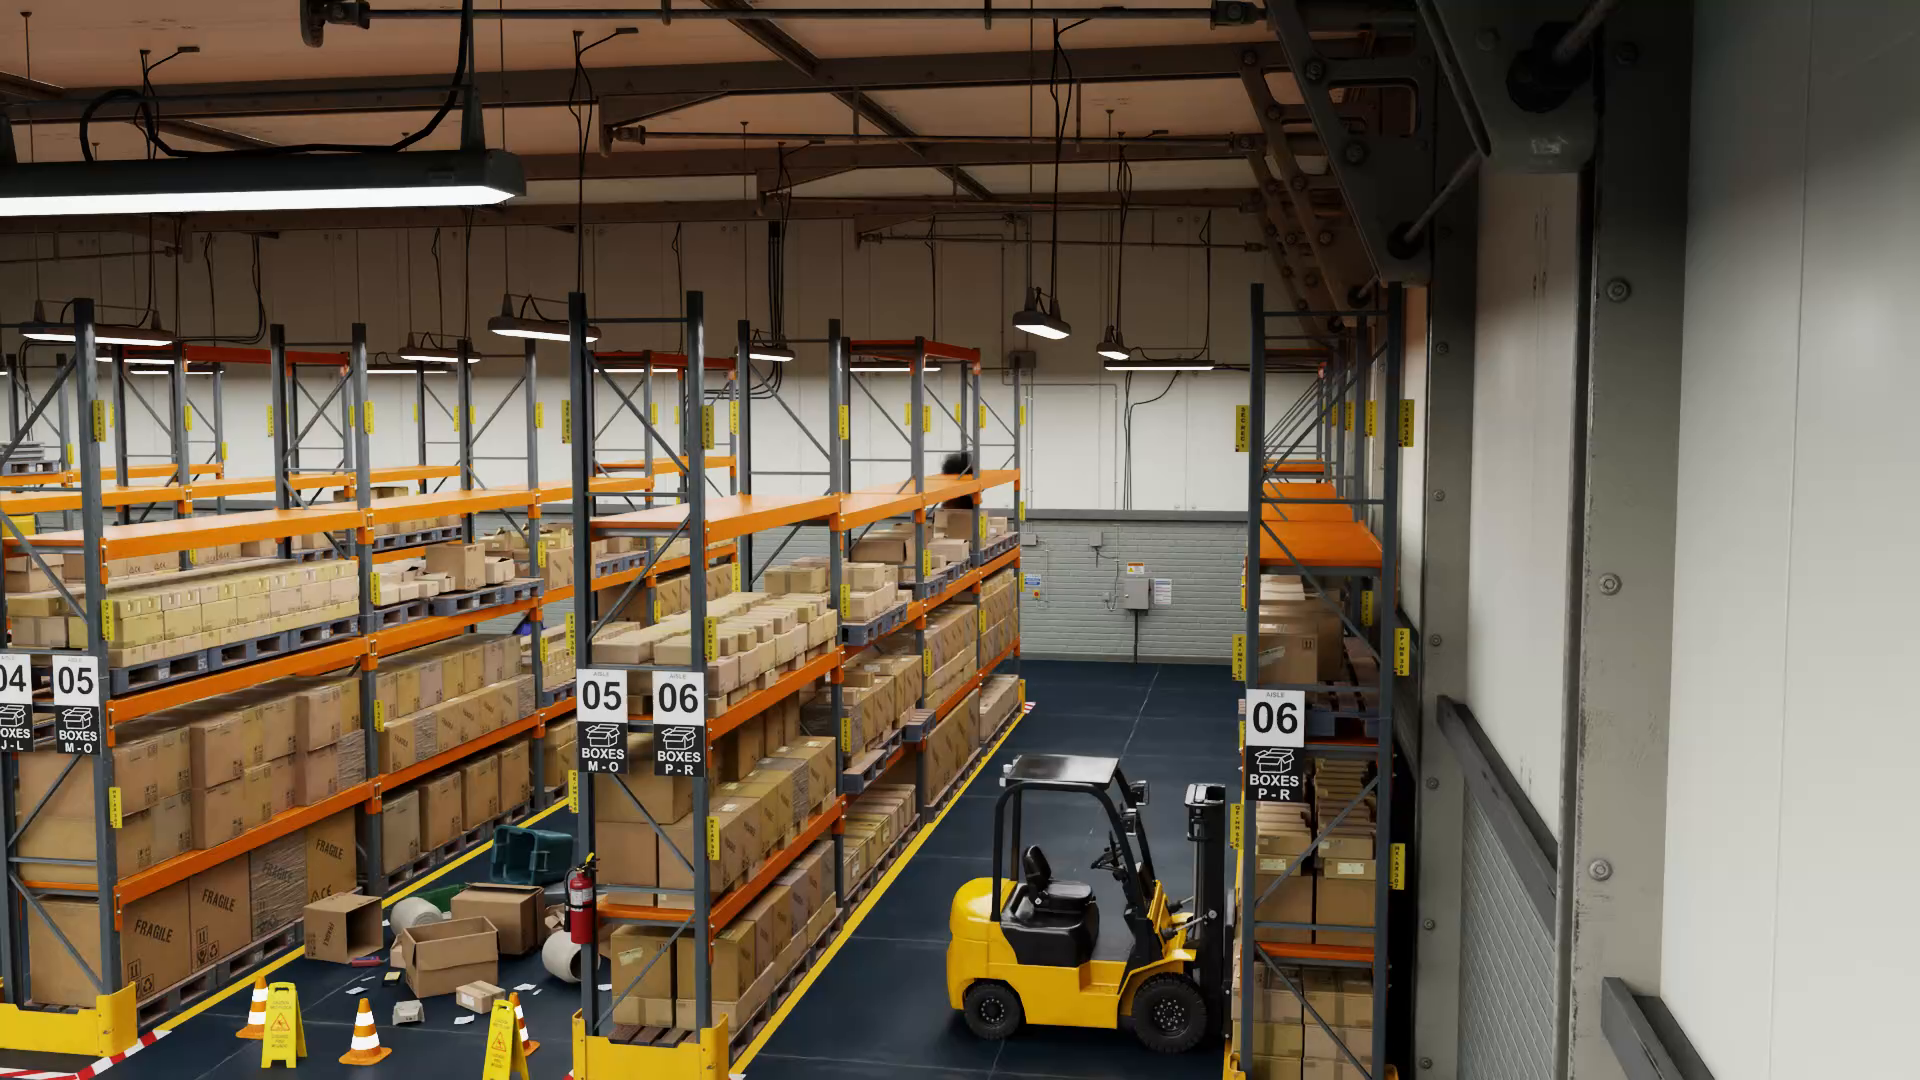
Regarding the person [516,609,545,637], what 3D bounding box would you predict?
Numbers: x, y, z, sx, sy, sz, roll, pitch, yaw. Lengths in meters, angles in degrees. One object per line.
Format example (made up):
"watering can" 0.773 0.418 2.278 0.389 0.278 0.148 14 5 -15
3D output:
"person" -7.611 2.001 29.568 0.631 1.608 0.851 -2 5 -23
